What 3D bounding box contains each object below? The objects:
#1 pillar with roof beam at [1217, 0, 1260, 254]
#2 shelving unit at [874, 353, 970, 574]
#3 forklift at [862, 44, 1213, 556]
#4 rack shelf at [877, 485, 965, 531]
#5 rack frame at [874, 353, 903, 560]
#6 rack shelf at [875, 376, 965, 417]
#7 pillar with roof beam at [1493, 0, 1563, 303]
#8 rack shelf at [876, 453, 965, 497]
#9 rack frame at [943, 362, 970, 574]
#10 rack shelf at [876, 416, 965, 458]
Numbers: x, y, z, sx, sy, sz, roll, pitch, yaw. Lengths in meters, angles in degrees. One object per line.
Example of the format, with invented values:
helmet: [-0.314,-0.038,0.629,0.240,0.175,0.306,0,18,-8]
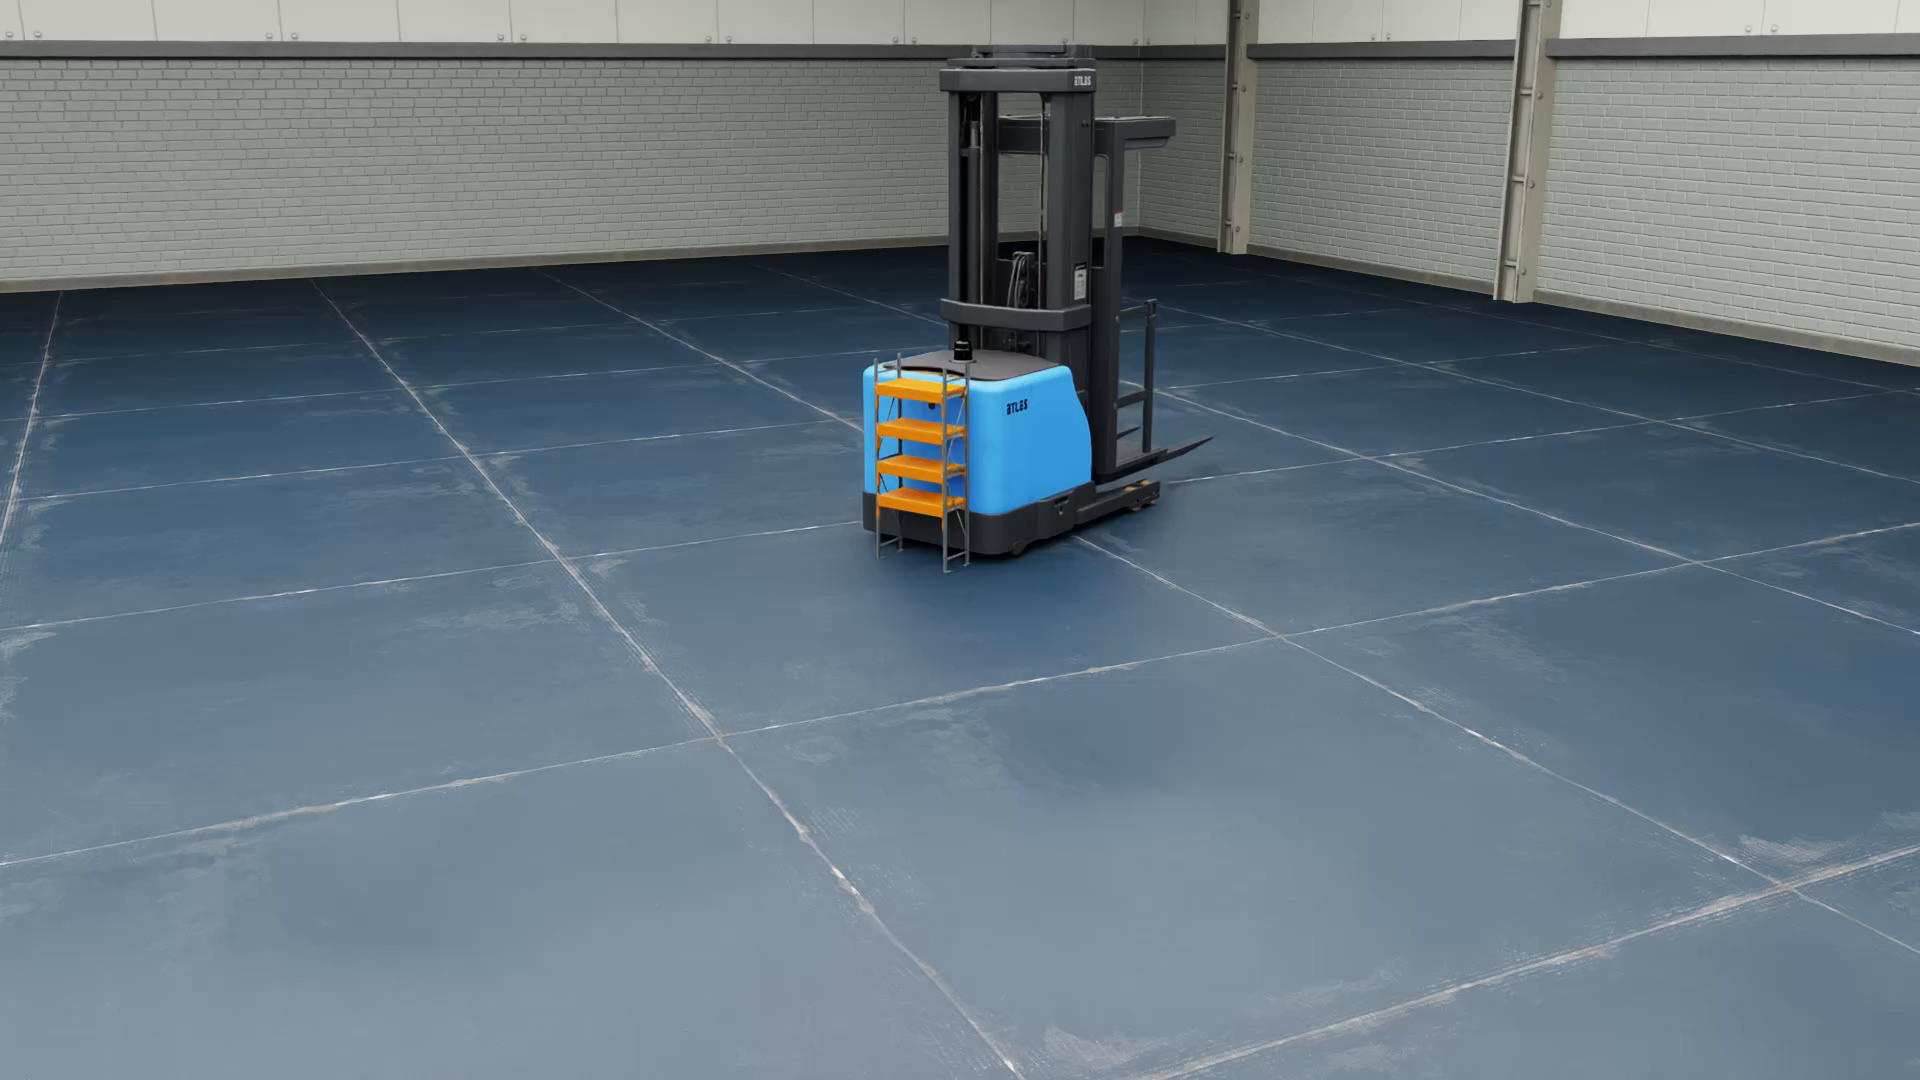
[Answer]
pillar with roof beam: [0.353,-8.258,22.714,9.100,9.000,0.400,-8,18,-25]
shelving unit: [-0.219,-0.446,9.630,0.503,1.200,0.258,11,19,34]
forklift: [0.676,-1.664,10.737,1.130,2.935,3.031,11,20,34]
rack shelf: [-0.219,-0.191,9.703,0.480,0.148,0.258,11,19,34]
rack frame: [-0.418,-0.485,9.767,0.015,1.200,0.240,11,19,34]
rack shelf: [-0.219,-0.824,9.522,0.480,0.148,0.258,11,19,34]
pillar with roof beam: [2.982,-6.771,17.530,9.100,9.000,0.400,-8,18,-25]
rack shelf: [-0.219,-0.381,9.649,0.480,0.148,0.258,11,19,34]
rack frame: [-0.021,-0.407,9.494,0.015,1.200,0.240,11,19,34]
rack shelf: [-0.219,-0.596,9.587,0.480,0.148,0.258,11,19,34]
